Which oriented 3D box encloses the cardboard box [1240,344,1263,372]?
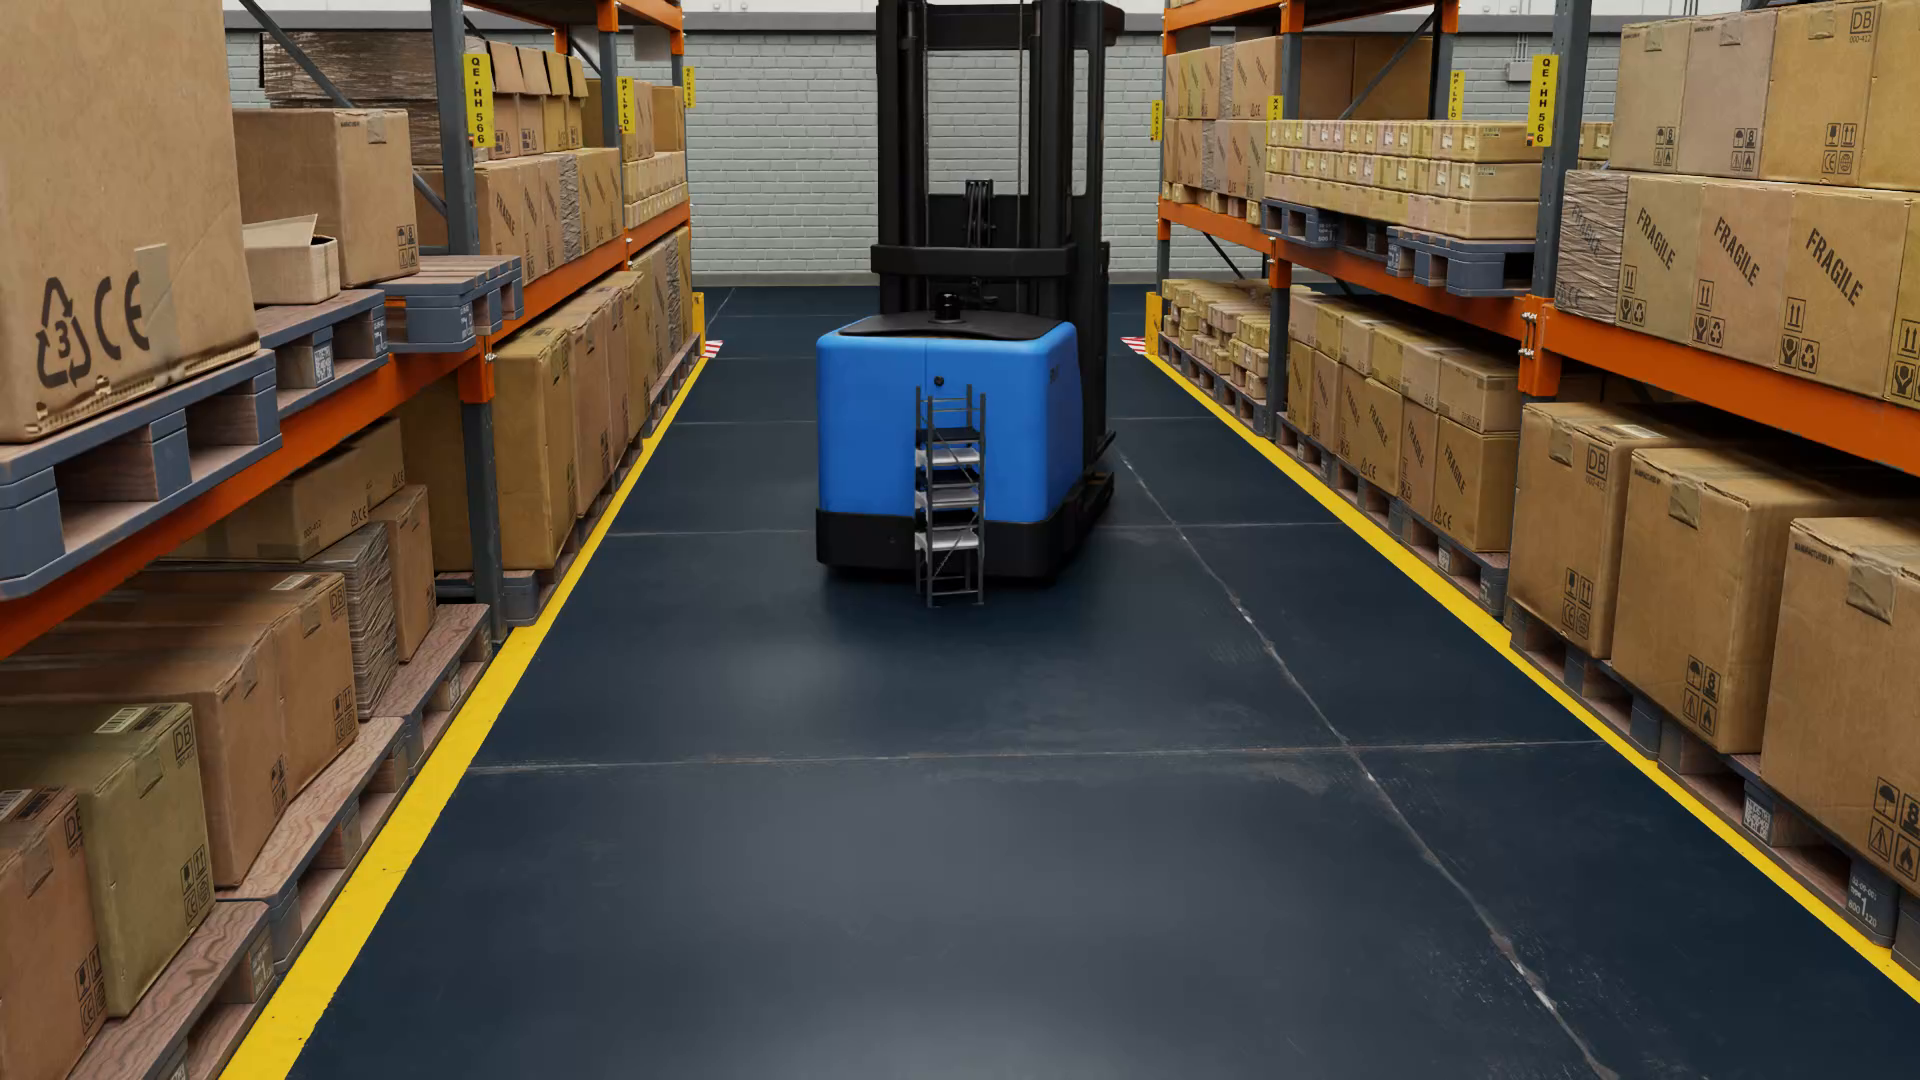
[{"bbox_3d":[2.068,-1.202,10.960,0.380,0.149,0.250,-2,15,-6],"label":"cardboard box"}]

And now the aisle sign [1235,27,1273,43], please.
[{"bbox_3d":[2.481,-4.371,13.779,0.394,0.787,0.004,-1,14,-3],"label":"aisle sign"}]

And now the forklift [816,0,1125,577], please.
[{"bbox_3d":[0.200,-1.580,8.287,1.130,2.935,3.031,3,15,13],"label":"forklift"}]

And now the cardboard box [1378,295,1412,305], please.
[{"bbox_3d":[2.733,-1.269,9.609,0.500,0.250,0.500,-1,14,-5],"label":"cardboard box"}]

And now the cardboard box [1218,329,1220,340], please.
[{"bbox_3d":[2.110,-1.529,12.232,0.380,0.149,0.250,0,14,-1],"label":"cardboard box"}]

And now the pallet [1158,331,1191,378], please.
[{"bbox_3d":[2.206,-1.518,13.501,1.003,0.211,1.213,-1,14,-3],"label":"pallet"}]

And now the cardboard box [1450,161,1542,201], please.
[{"bbox_3d":[2.197,-1.441,6.673,0.380,0.149,0.250,-1,14,-2],"label":"cardboard box"}]

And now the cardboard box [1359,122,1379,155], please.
[{"bbox_3d":[2.116,-1.906,7.882,0.380,0.149,0.250,0,14,-1],"label":"cardboard box"}]

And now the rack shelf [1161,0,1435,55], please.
[{"bbox_3d":[2.310,-3.696,11.797,1.077,0.370,4.000,-1,14,-3],"label":"rack shelf"}]

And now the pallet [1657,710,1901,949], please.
[{"bbox_3d":[2.728,0.751,4.686,1.003,0.211,1.213,-1,14,-3],"label":"pallet"}]

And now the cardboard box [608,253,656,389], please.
[{"bbox_3d":[-2.484,-1.383,10.803,0.875,0.875,0.875,-1,14,-3],"label":"cardboard box"}]

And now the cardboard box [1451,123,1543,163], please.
[{"bbox_3d":[2.194,-1.585,6.632,0.380,0.149,0.250,-1,15,-6],"label":"cardboard box"}]

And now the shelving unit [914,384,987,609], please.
[{"bbox_3d":[-0.043,-0.181,6.912,0.258,0.900,0.210,-4,17,-14],"label":"shelving unit"}]

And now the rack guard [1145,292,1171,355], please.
[{"bbox_3d":[2.191,-1.860,14.252,1.175,0.500,0.348,-1,14,-3],"label":"rack guard"}]

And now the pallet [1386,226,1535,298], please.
[{"bbox_3d":[2.531,-1.183,6.988,1.213,0.211,1.003,-1,14,-3],"label":"pallet"}]

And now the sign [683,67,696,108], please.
[{"bbox_3d":[-2.228,-3.718,13.659,0.100,0.325,0.005,-1,14,-3],"label":"sign"}]

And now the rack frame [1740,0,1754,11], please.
[{"bbox_3d":[7.121,-3.191,14.409,1.000,3.000,0.127,-1,14,-3],"label":"rack frame"}]

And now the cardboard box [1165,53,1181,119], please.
[{"bbox_3d":[1.949,-3.650,13.390,0.500,0.500,0.500,-1,14,-4],"label":"cardboard box"}]

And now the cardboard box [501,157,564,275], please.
[{"bbox_3d":[-2.103,-1.477,7.548,0.500,0.500,0.500,-1,14,-4],"label":"cardboard box"}]

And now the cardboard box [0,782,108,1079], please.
[{"bbox_3d":[-2.044,0.791,3.066,0.700,0.500,0.500,-2,15,-8],"label":"cardboard box"}]

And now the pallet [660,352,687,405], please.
[{"bbox_3d":[-2.570,-1.187,12.217,1.003,0.211,1.213,-1,14,-3],"label":"pallet"}]

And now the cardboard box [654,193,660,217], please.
[{"bbox_3d":[-2.290,-2.323,11.538,0.380,0.149,0.250,-1,14,-3],"label":"cardboard box"}]

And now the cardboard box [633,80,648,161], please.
[{"bbox_3d":[-2.320,-2.723,10.791,0.500,0.500,0.500,-1,14,-3],"label":"cardboard box"}]

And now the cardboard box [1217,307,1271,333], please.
[{"bbox_3d":[2.027,-1.546,11.701,0.380,0.149,0.250,-2,15,-6],"label":"cardboard box"}]

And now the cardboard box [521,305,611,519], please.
[{"bbox_3d":[-2.344,-0.617,7.824,1.225,0.875,0.875,-1,14,-3],"label":"cardboard box"}]

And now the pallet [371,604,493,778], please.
[{"bbox_3d":[-2.228,0.496,5.673,1.003,0.211,1.213,-1,14,-3],"label":"pallet"}]

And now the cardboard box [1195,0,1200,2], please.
[{"bbox_3d":[2.032,-4.095,12.203,0.500,0.250,0.500,-1,14,-5],"label":"cardboard box"}]

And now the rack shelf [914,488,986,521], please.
[{"bbox_3d":[-0.044,-0.149,6.922,0.258,0.077,0.200,-4,17,-14],"label":"rack shelf"}]

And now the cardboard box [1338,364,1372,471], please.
[{"bbox_3d":[2.296,-0.638,8.660,0.500,0.500,0.500,-1,14,-2],"label":"cardboard box"}]

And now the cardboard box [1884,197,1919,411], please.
[{"bbox_3d":[2.568,-0.530,3.868,0.500,0.500,0.500,-1,14,-3],"label":"cardboard box"}]

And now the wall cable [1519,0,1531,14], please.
[{"bbox_3d":[6.487,-7.507,19.143,0.463,3.000,0.029,-1,14,-3],"label":"wall cable"}]

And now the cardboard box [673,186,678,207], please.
[{"bbox_3d":[-2.373,-2.643,12.785,0.380,0.149,0.250,-1,14,-2],"label":"cardboard box"}]

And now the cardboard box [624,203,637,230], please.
[{"bbox_3d":[-2.209,-2.000,10.285,0.380,0.149,0.250,-1,14,-3],"label":"cardboard box"}]

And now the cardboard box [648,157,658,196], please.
[{"bbox_3d":[-2.354,-2.488,11.381,0.500,0.250,0.500,-1,14,-2],"label":"cardboard box"}]

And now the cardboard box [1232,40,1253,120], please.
[{"bbox_3d":[2.098,-3.013,10.911,0.500,0.500,0.500,-1,14,-5],"label":"cardboard box"}]

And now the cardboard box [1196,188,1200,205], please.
[{"bbox_3d":[2.052,-2.689,12.963,0.380,0.149,0.250,0,14,-1],"label":"cardboard box"}]

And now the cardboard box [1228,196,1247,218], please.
[{"bbox_3d":[2.063,-2.302,11.457,0.380,0.149,0.250,-2,15,-6],"label":"cardboard box"}]

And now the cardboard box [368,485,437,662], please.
[{"bbox_3d":[-2.213,0.115,5.692,0.700,0.500,0.500,-2,15,-6],"label":"cardboard box"}]

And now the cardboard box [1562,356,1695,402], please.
[{"bbox_3d":[2.881,-0.631,7.128,0.500,0.250,0.500,-2,15,-6],"label":"cardboard box"}]

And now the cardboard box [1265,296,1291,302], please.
[{"bbox_3d":[2.504,-1.748,12.485,0.380,0.149,0.250,-1,14,-5],"label":"cardboard box"}]

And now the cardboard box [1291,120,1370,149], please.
[{"bbox_3d":[2.036,-2.226,9.127,0.380,0.149,0.250,-1,14,-3],"label":"cardboard box"}]

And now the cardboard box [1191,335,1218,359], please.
[{"bbox_3d":[1.965,-1.461,12.563,0.380,0.149,0.250,-2,15,-6],"label":"cardboard box"}]

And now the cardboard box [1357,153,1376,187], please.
[{"bbox_3d":[2.115,-1.762,7.920,0.380,0.149,0.250,-1,14,-2],"label":"cardboard box"}]

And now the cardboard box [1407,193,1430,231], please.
[{"bbox_3d":[2.163,-1.423,7.198,0.380,0.149,0.250,-1,14,-2],"label":"cardboard box"}]

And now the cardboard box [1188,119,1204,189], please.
[{"bbox_3d":[2.015,-2.911,12.524,0.500,0.500,0.500,-1,14,-3],"label":"cardboard box"}]

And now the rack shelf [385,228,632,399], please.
[{"bbox_3d":[-2.399,-1.197,8.104,1.077,0.370,4.000,-1,14,-3],"label":"rack shelf"}]

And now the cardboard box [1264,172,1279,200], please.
[{"bbox_3d":[1.999,-2.071,9.718,0.380,0.149,0.250,-2,15,-6],"label":"cardboard box"}]

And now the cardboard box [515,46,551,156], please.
[{"bbox_3d":[-2.390,-2.094,7.930,0.797,0.503,0.637,0,14,-2],"label":"cardboard box"}]

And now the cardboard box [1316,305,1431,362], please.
[{"bbox_3d":[2.252,-1.130,9.069,0.500,0.250,0.500,0,14,-2],"label":"cardboard box"}]

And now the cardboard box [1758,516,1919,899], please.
[{"bbox_3d":[2.746,0.388,4.170,1.050,0.750,0.750,-1,14,-3],"label":"cardboard box"}]

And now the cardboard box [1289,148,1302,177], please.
[{"bbox_3d":[2.034,-2.087,9.181,0.380,0.149,0.250,-1,14,-2],"label":"cardboard box"}]

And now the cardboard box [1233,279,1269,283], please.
[{"bbox_3d":[2.472,-2.073,13.746,0.380,0.149,0.250,-1,14,-3],"label":"cardboard box"}]

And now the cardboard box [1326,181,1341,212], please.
[{"bbox_3d":[2.086,-1.747,8.456,0.380,0.149,0.250,-1,14,-4],"label":"cardboard box"}]

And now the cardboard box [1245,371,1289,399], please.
[{"bbox_3d":[2.070,-1.010,10.809,0.380,0.149,0.250,-1,14,-3],"label":"cardboard box"}]

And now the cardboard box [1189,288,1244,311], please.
[{"bbox_3d":[2.003,-1.873,12.971,0.380,0.149,0.250,-2,15,-6],"label":"cardboard box"}]
